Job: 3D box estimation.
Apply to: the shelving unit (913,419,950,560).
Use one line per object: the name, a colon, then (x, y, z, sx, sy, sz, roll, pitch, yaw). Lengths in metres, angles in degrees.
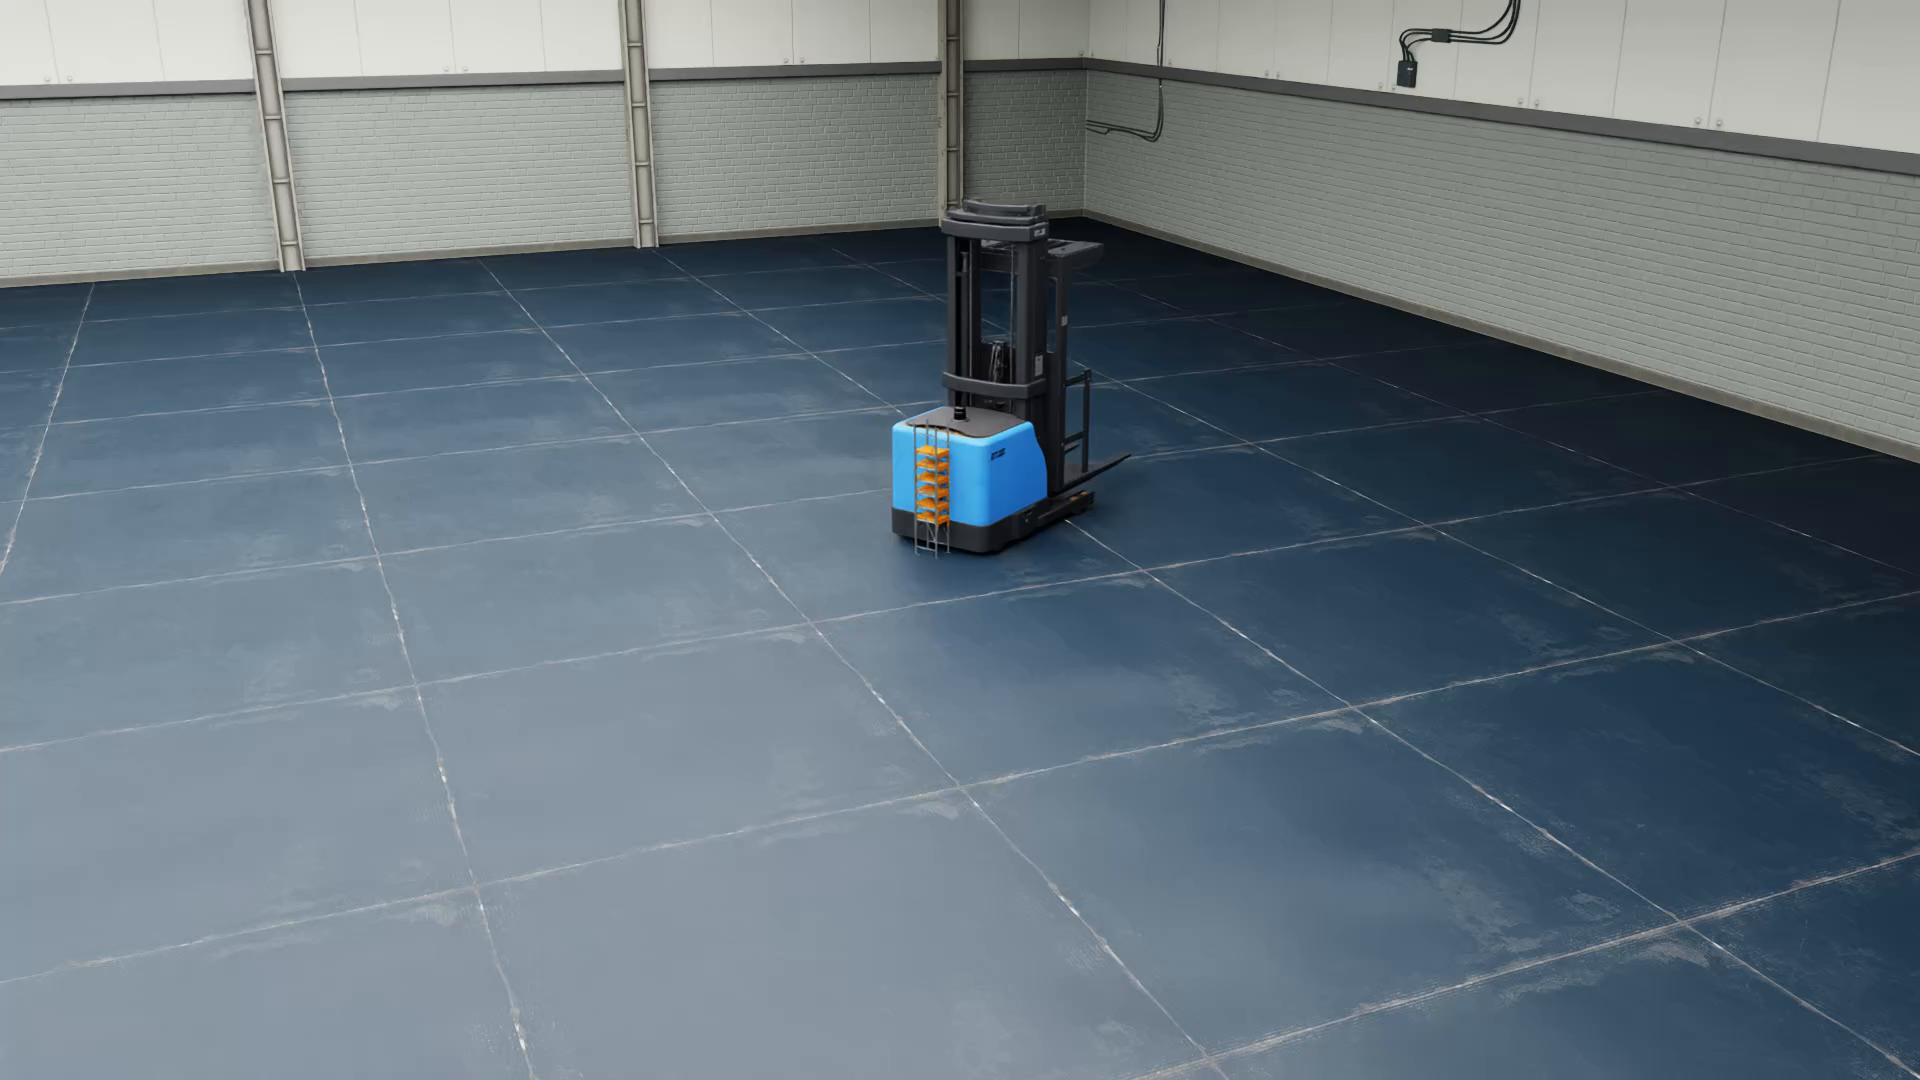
shelving unit: (-0.246, -0.438, 14.459, 0.258, 1.200, 0.189, 13, 23, 32)

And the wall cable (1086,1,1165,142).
wall cable: (3.050, -8.880, 31.367, 0.112, 2.526, 3.097, -8, 21, -22)

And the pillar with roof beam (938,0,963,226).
pillar with roof beam: (1.527, -9.047, 27.167, 0.400, 9.000, 9.100, -8, 21, -22)

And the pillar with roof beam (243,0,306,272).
pillar with roof beam: (-9.492, -7.469, 22.684, 0.400, 9.000, 9.100, -8, 21, -22)

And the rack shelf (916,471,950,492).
rack shelf: (-0.246, -0.509, 14.434, 0.258, 0.103, 0.180, 13, 23, 32)

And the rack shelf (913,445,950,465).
rack shelf: (-0.246, -0.736, 14.355, 0.258, 0.103, 0.180, 13, 23, 32)

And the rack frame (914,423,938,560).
rack frame: (-0.297, -0.413, 14.388, 0.240, 1.200, 0.006, 13, 23, 32)

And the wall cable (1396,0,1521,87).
wall cable: (6.796, -9.051, 22.058, 0.169, 6.003, 2.305, -8, 21, -22)

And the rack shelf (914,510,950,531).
rack shelf: (-0.246, -0.170, 14.554, 0.258, 0.103, 0.180, 13, 23, 32)

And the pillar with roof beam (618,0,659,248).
pillar with roof beam: (-3.983, -8.258, 24.926, 0.400, 9.000, 9.100, -8, 21, -22)

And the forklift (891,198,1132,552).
forklift: (0.625, -1.705, 15.452, 1.130, 2.935, 3.031, 13, 23, 32)

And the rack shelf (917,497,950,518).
rack shelf: (-0.246, -0.283, 14.514, 0.258, 0.103, 0.180, 13, 23, 32)

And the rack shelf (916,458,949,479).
rack shelf: (-0.246, -0.622, 14.394, 0.258, 0.103, 0.180, 13, 23, 32)

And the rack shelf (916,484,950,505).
rack shelf: (-0.246, -0.396, 14.474, 0.258, 0.103, 0.180, 13, 23, 32)

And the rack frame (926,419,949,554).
rack frame: (-0.195, -0.463, 14.531, 0.240, 1.200, 0.006, 13, 23, 32)
